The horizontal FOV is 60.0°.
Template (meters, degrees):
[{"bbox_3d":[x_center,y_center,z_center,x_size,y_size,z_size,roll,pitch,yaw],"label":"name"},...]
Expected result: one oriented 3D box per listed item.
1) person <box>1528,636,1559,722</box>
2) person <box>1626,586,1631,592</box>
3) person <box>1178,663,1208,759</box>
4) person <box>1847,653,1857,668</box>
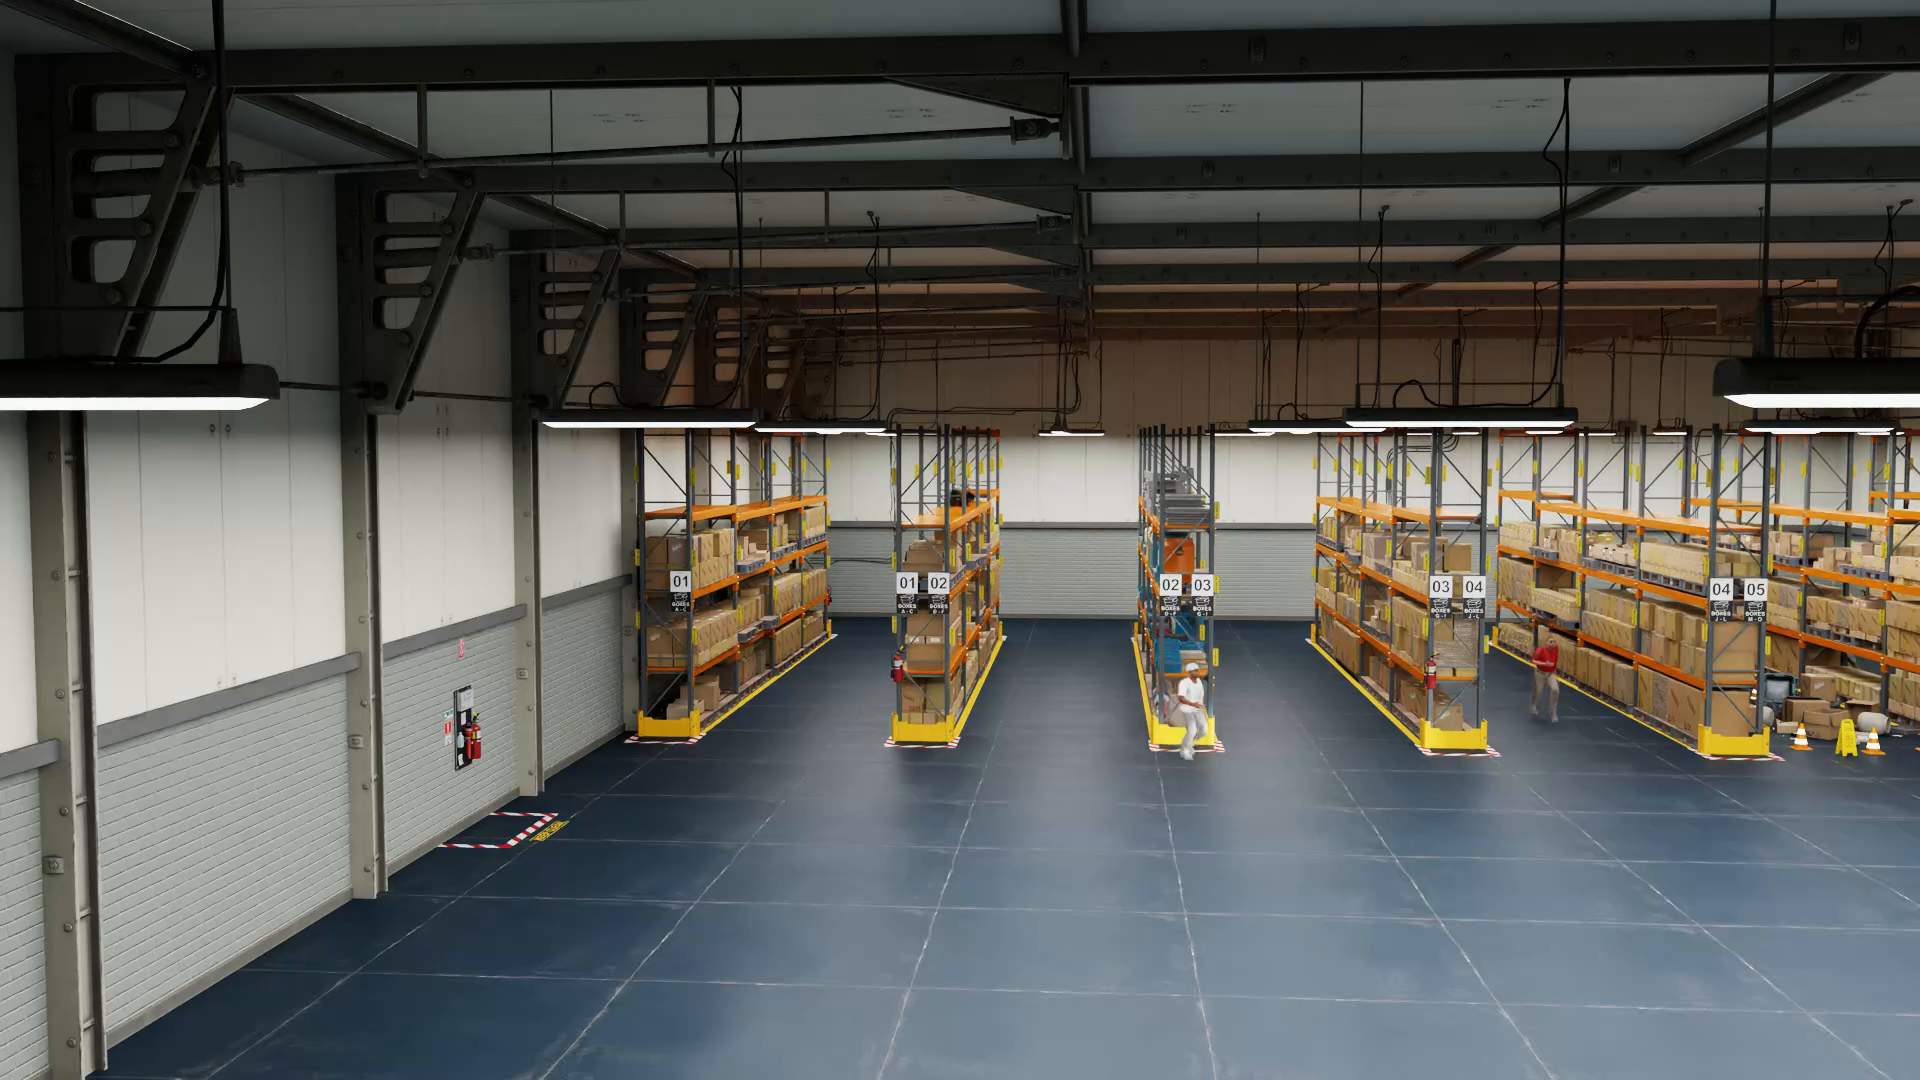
[{"bbox_3d":[11.943,2.818,34.043,0.658,1.752,1.015,0,3,-6],"label":"person"},{"bbox_3d":[19.023,2.002,47.232,0.825,1.738,0.592,1,4,12],"label":"person"},{"bbox_3d":[4.189,3.046,29.636,0.726,1.726,0.599,-3,5,-43],"label":"person"},{"bbox_3d":[21.557,2.405,40.380,0.667,1.781,1.130,0,3,5],"label":"person"}]
